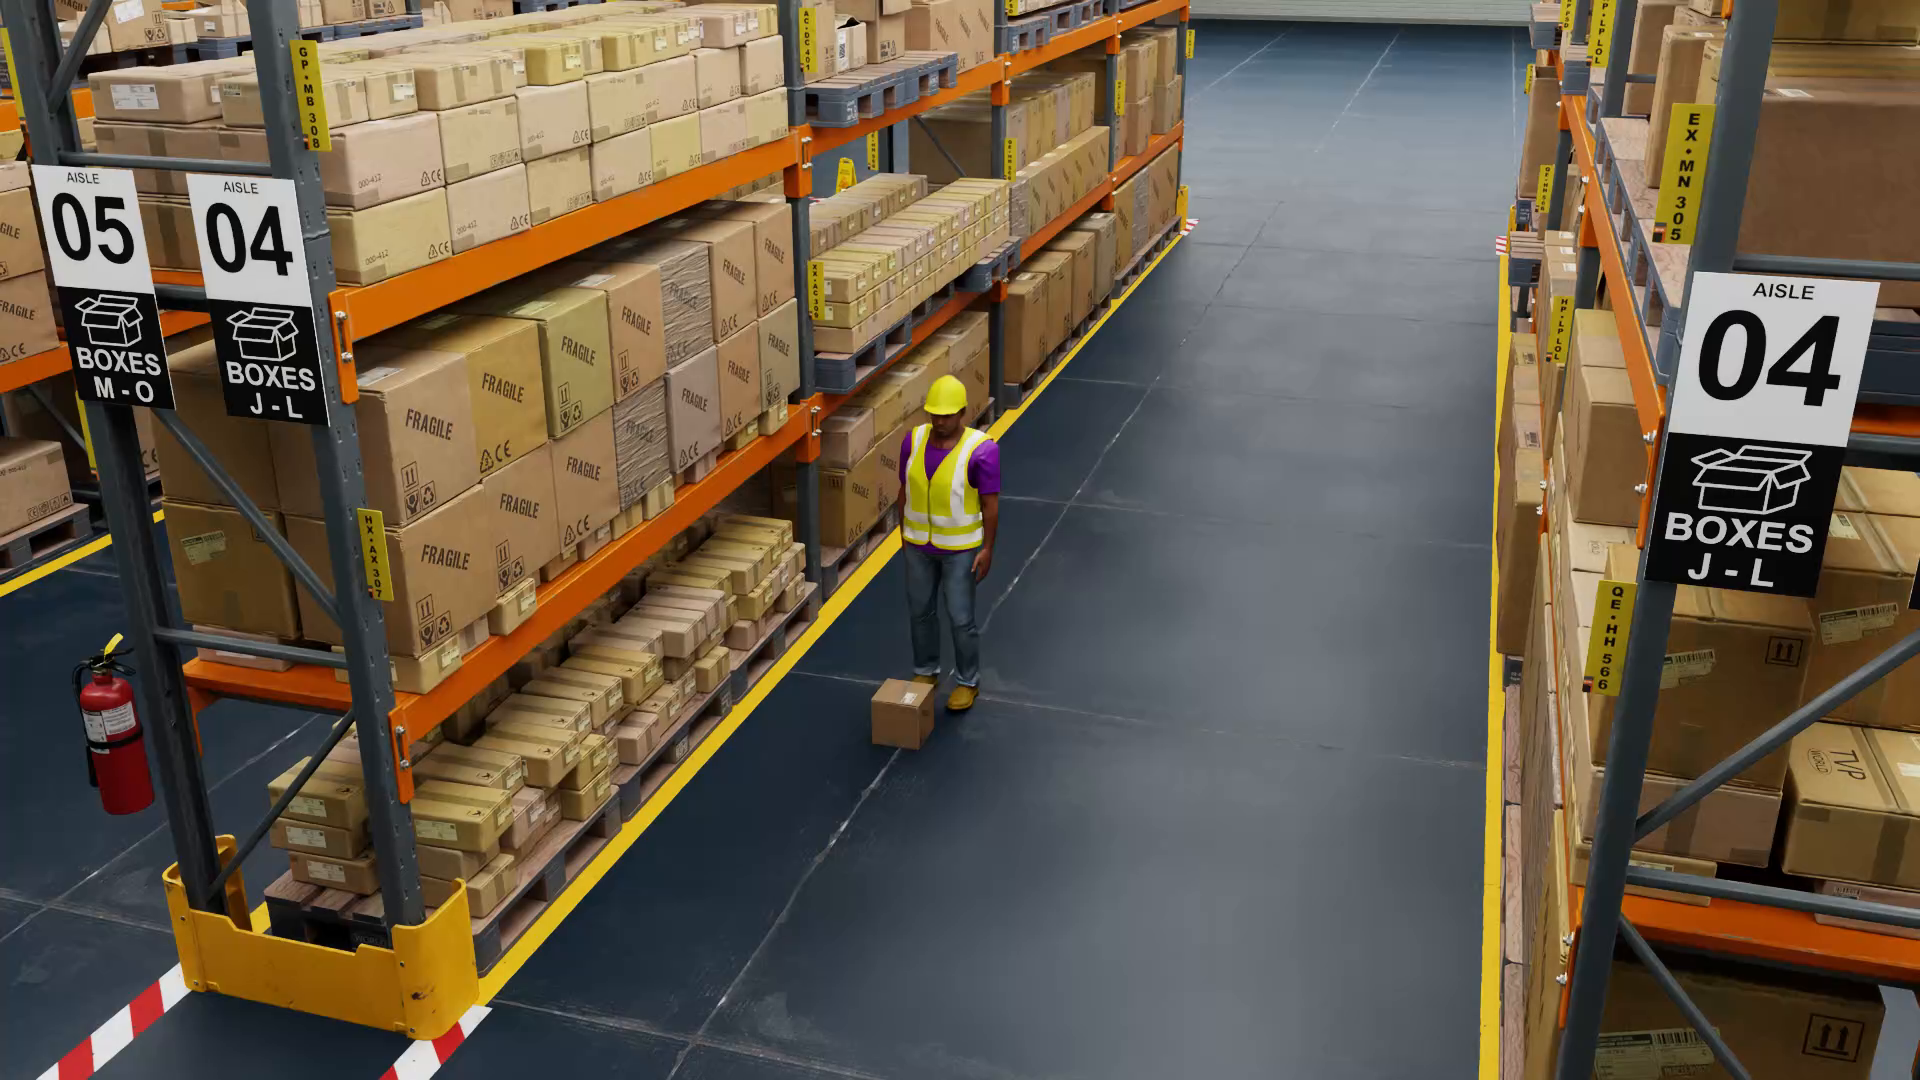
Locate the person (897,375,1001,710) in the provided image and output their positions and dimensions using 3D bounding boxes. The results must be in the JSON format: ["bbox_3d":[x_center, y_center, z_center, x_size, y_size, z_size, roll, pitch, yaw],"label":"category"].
[{"bbox_3d":[-0.072,0.013,8.527,0.565,1.763,0.363,10,24,23],"label":"person"}]
